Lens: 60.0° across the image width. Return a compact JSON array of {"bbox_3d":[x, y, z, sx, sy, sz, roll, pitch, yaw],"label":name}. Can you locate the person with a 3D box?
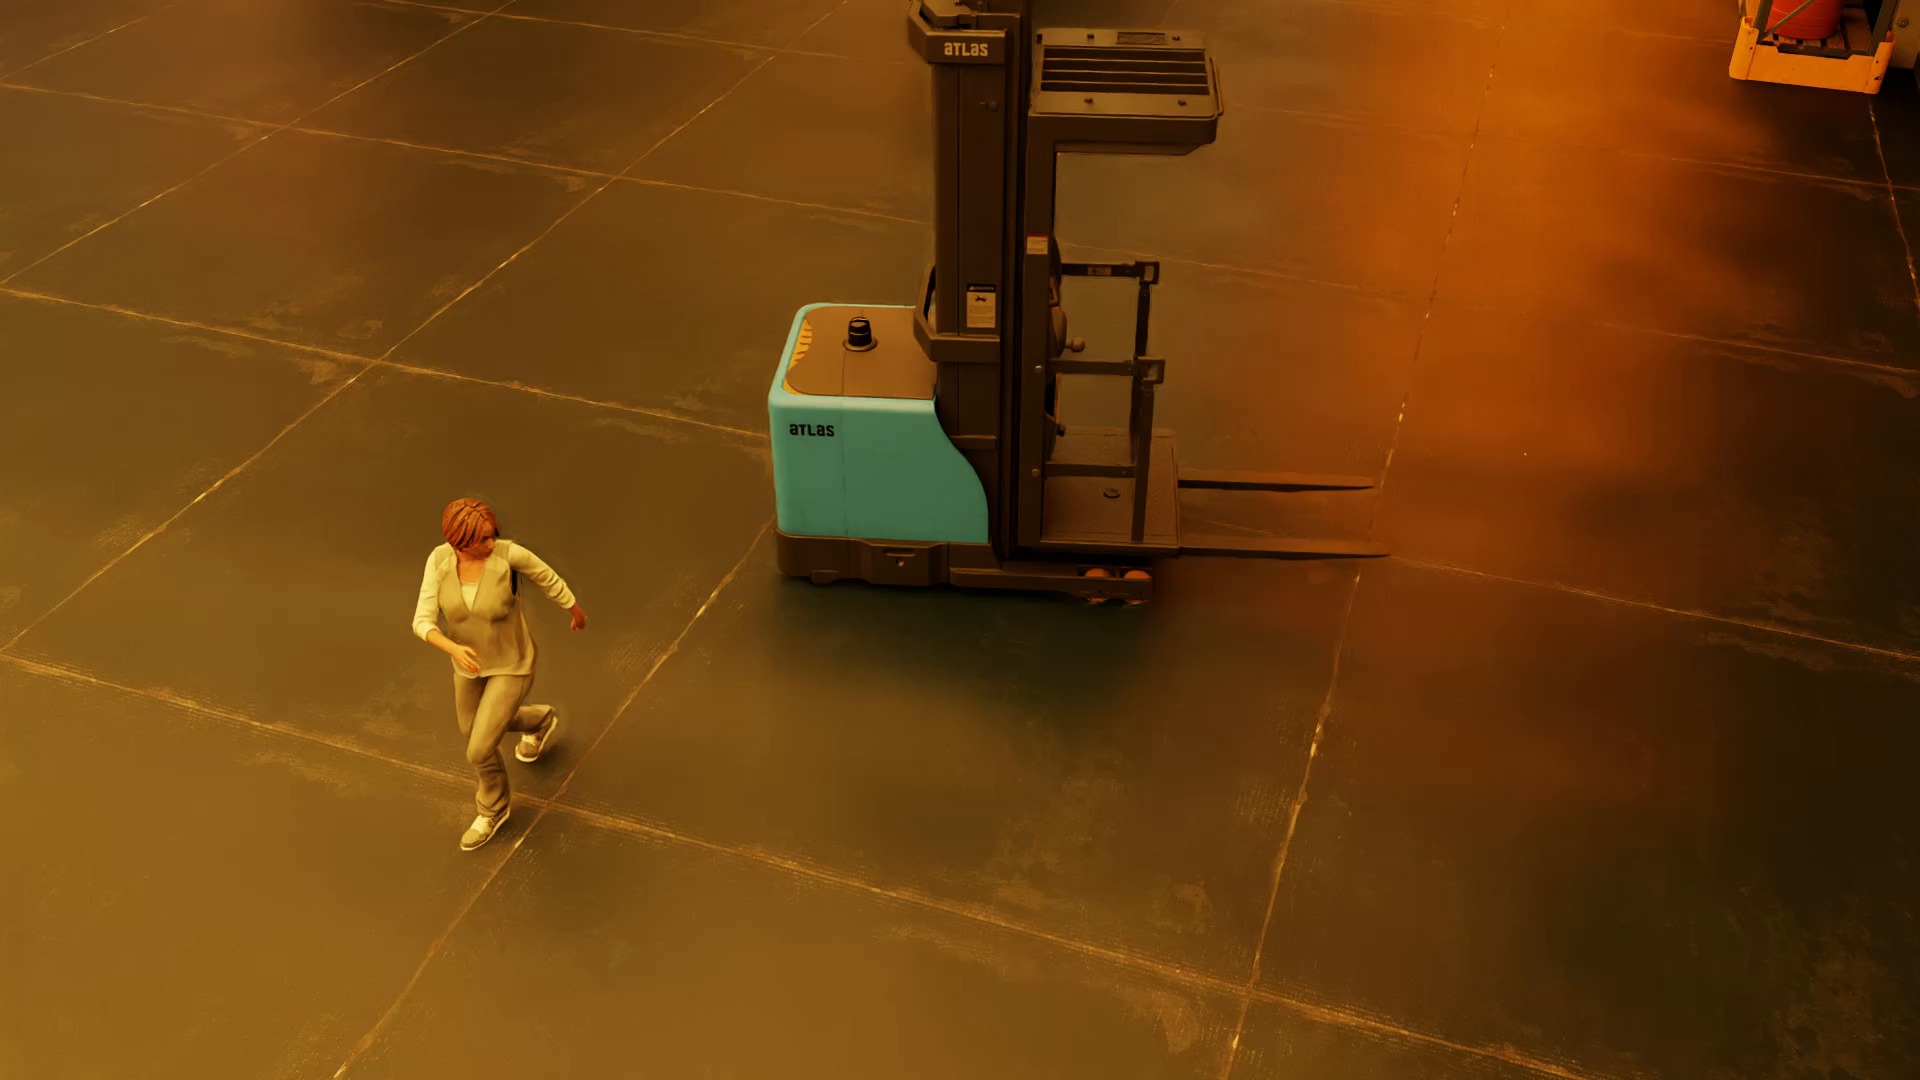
[{"bbox_3d":[-1.864,0.479,6.687,0.451,1.516,0.759,12,37,16],"label":"person"}]

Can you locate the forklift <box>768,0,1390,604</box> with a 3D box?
[{"bbox_3d":[0.626,-1.200,7.803,3.031,2.935,1.130,2,35,3],"label":"forklift"}]
